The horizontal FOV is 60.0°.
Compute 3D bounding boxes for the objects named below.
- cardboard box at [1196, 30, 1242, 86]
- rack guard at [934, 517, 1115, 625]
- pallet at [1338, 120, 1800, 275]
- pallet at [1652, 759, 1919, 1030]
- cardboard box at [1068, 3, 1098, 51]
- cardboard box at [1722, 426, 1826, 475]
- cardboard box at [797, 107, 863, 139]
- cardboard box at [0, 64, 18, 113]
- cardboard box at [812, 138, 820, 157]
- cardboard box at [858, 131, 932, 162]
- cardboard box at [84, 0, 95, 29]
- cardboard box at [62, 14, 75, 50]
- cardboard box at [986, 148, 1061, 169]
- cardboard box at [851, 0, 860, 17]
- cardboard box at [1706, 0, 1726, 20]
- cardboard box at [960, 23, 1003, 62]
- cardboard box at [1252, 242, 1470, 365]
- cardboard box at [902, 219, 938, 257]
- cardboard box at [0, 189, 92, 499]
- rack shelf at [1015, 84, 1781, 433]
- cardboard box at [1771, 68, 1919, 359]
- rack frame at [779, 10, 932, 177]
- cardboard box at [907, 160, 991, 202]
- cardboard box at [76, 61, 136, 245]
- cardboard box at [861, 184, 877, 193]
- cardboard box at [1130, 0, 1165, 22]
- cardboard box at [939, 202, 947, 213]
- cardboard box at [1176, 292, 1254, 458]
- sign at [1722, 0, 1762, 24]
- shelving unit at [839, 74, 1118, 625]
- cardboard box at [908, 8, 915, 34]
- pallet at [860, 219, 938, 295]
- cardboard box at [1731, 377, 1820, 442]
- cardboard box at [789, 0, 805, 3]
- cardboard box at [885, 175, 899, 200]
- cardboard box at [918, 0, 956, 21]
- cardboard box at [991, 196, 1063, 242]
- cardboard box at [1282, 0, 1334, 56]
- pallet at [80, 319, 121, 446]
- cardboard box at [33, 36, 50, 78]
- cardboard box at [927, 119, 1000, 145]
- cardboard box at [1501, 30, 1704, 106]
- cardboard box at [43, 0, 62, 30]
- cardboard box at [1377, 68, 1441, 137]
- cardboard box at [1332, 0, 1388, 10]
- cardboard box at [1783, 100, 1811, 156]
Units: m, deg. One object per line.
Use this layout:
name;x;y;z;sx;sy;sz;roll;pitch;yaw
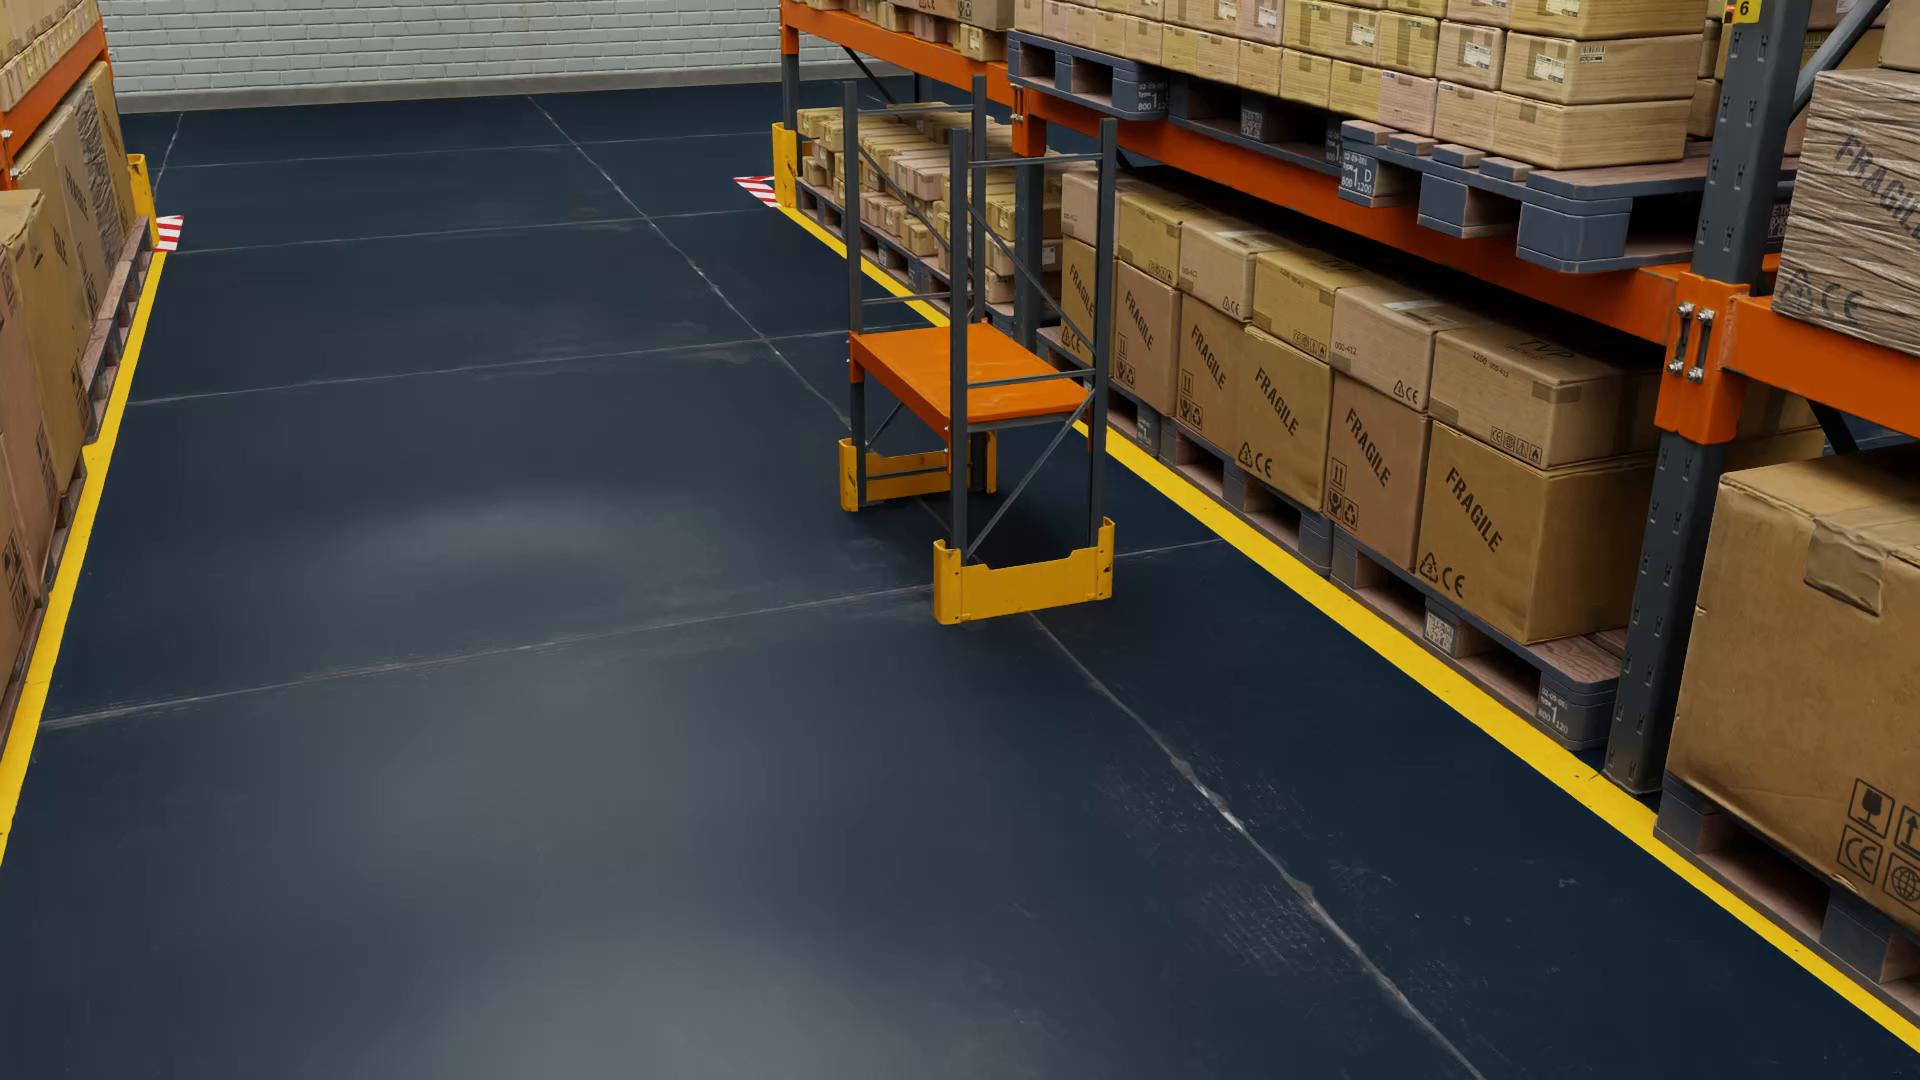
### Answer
cardboard box;0.996;-1.578;5.414;0.380;0.149;0.250;-10;25;-21
rack guard;0.203;0.093;5.206;0.587;0.250;0.087;-8;24;-19
pallet;1.797;-0.974;4.447;1.213;0.211;1.003;-8;24;-19
pallet;2.356;0.763;3.667;1.003;0.211;1.213;-8;24;-19
cardboard box;0.632;-1.952;6.302;0.380;0.149;0.250;-8;24;-19
cardboard box;2.137;-0.152;4.927;0.500;0.500;0.500;-9;25;-21
cardboard box;-0.811;-2.642;10.521;0.380;0.149;0.250;-10;25;-21
cardboard box;-3.734;-1.665;6.163;0.380;0.149;0.250;-8;24;-19
cardboard box;-0.733;-2.517;10.606;0.380;0.149;0.250;-7;24;-17
cardboard box;-0.377;-2.269;9.635;0.380;0.149;0.250;-7;24;-17
cardboard box;-4.826;-2.787;8.825;0.380;0.149;0.250;-8;24;-18
cardboard box;-4.465;-2.416;7.945;0.380;0.149;0.250;-8;24;-19
cardboard box;0.330;-2.056;9.129;0.380;0.149;0.250;-9;25;-21
cardboard box;-0.404;-3.078;9.514;0.380;0.149;0.250;-9;24;-20
cardboard box;2.069;-1.462;4.374;0.380;0.149;0.250;-9;24;-20
cardboard box;0.222;-2.306;7.684;0.380;0.149;0.250;-9;24;-20
cardboard box;1.308;-0.787;5.468;0.500;0.250;0.500;-8;24;-18
cardboard box;-0.088;-1.624;8.870;0.380;0.149;0.250;-8;24;-19
cardboard box;-3.696;-0.613;5.537;1.225;0.875;0.875;-8;24;-19
rack shelf;1.442;-1.214;5.694;1.077;0.370;4.000;-8;24;-19
cardboard box;2.054;-0.664;3.336;0.500;0.500;0.500;-8;24;-18
rack frame;-0.678;-3.725;10.727;1.000;3.000;0.127;-8;24;-19
cardboard box;-0.057;-1.887;8.729;0.380;0.149;0.250;-10;25;-22
cardboard box;-5.053;-2.074;9.005;0.875;0.875;0.875;-8;24;-19
cardboard box;-0.362;-2.010;9.787;0.380;0.149;0.250;-8;24;-19
cardboard box;0.819;-1.901;5.798;0.380;0.149;0.250;-7;24;-17
cardboard box;0.111;-1.656;8.563;0.380;0.149;0.250;-8;24;-19
cardboard box;1.134;-0.628;6.056;0.500;0.500;0.500;-8;24;-18
sign;1.644;-1.238;3.436;0.100;0.325;0.005;-8;24;-19
shelving unit;0.027;-0.663;5.393;0.587;1.500;1.083;-8;24;-19
cardboard box;-0.048;-2.703;8.625;0.380;0.149;0.250;-9;24;-20
pallet;0.030;-1.670;9.441;1.003;0.211;1.213;-8;24;-19
cardboard box;2.131;-0.490;4.762;0.500;0.250;0.500;-9;25;-21
cardboard box;-0.870;-3.447;10.389;0.380;0.149;0.250;-9;24;-19
cardboard box;-0.213;-2.048;9.494;0.380;0.149;0.250;-7;24;-16
cardboard box;0.118;-2.781;7.974;0.500;0.500;0.500;-9;24;-20
cardboard box;0.366;-1.519;7.857;0.380;0.149;0.250;-8;24;-17
cardboard box;1.183;-1.524;4.904;0.380;0.149;0.250;-9;24;-19
pallet;-4.136;-0.630;6.973;1.003;0.211;1.213;-8;24;-19
cardboard box;-4.105;-2.045;7.063;0.380;0.149;0.250;-9;24;-20
cardboard box;0.024;-2.443;10.048;0.380;0.149;0.250;-9;25;-21
cardboard box;1.548;-1.150;4.017;0.380;0.149;0.250;-8;24;-18
cardboard box;-4.388;-2.452;7.515;0.500;0.250;0.500;-8;24;-19
cardboard box;1.367;-1.196;4.509;0.380;0.149;0.250;-8;24;-18
cardboard box;1.269;-1.569;4.627;0.380;0.149;0.250;-8;24;-17
cardboard box;2.179;-1.087;4.249;0.380;0.149;0.250;-9;24;-20
